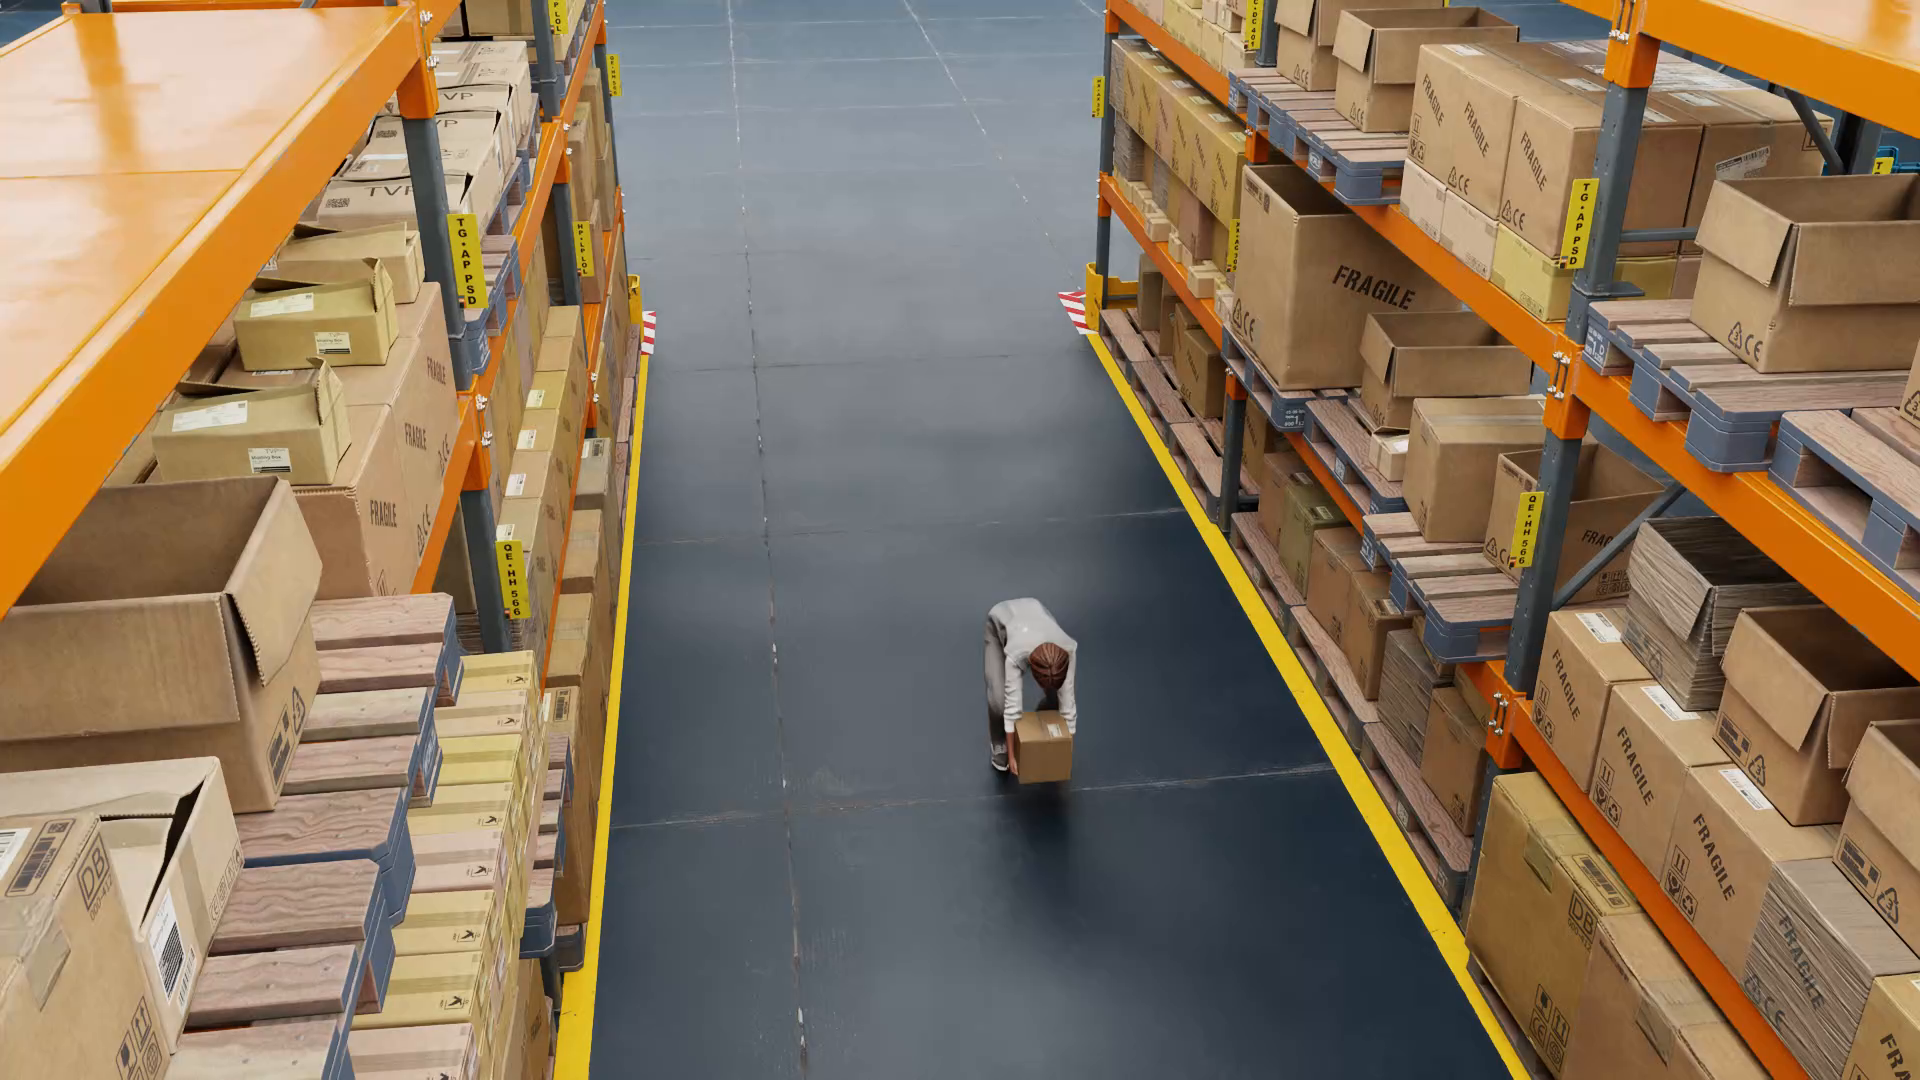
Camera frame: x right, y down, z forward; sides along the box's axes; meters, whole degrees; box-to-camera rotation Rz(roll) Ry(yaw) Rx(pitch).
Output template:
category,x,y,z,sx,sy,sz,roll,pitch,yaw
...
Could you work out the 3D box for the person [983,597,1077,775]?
category,x,y,z,sx,sy,sz,roll,pitch,yaw
person,0.353,0.748,8.283,0.424,0.876,0.862,-5,28,-9
